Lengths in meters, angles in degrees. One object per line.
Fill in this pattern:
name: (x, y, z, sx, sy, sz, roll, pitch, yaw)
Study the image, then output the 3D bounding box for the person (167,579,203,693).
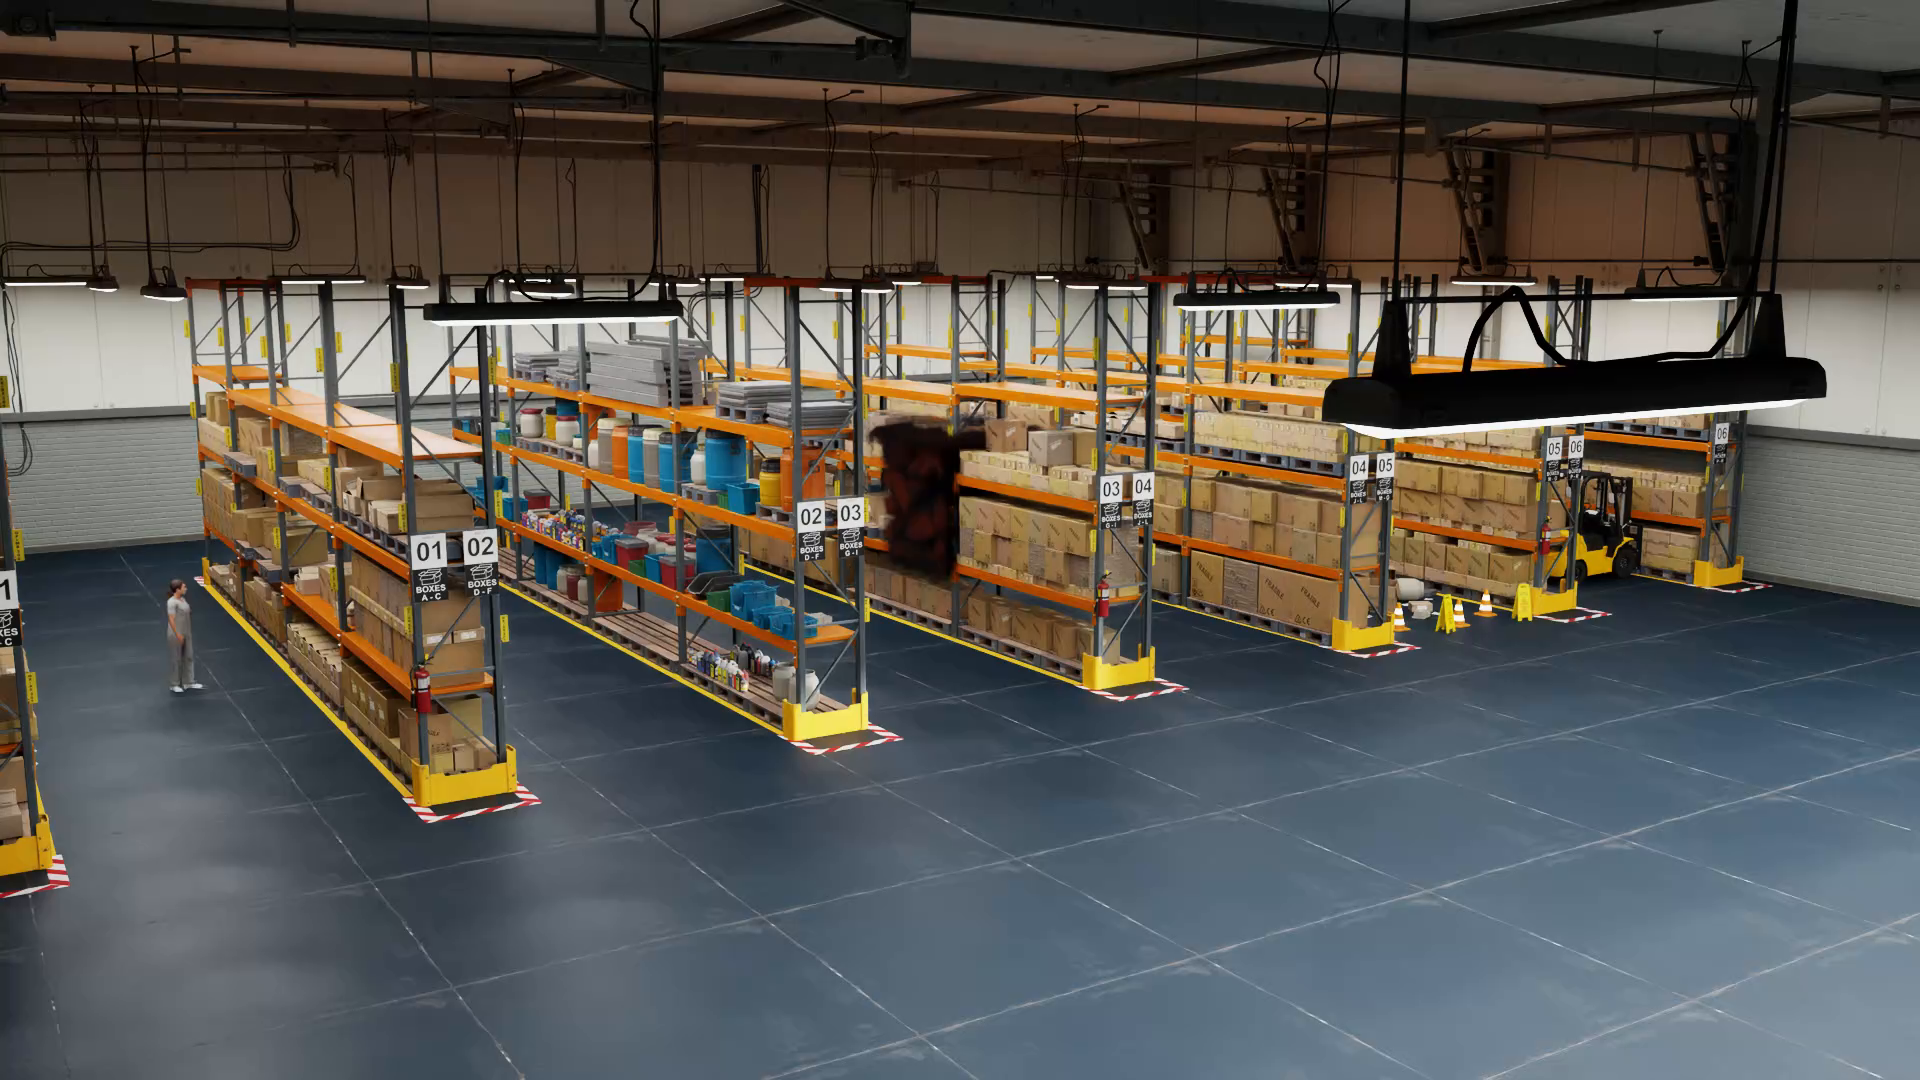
person: (-11.520, 1.412, 24.589, 0.444, 1.680, 0.466, 3, 10, 18)
